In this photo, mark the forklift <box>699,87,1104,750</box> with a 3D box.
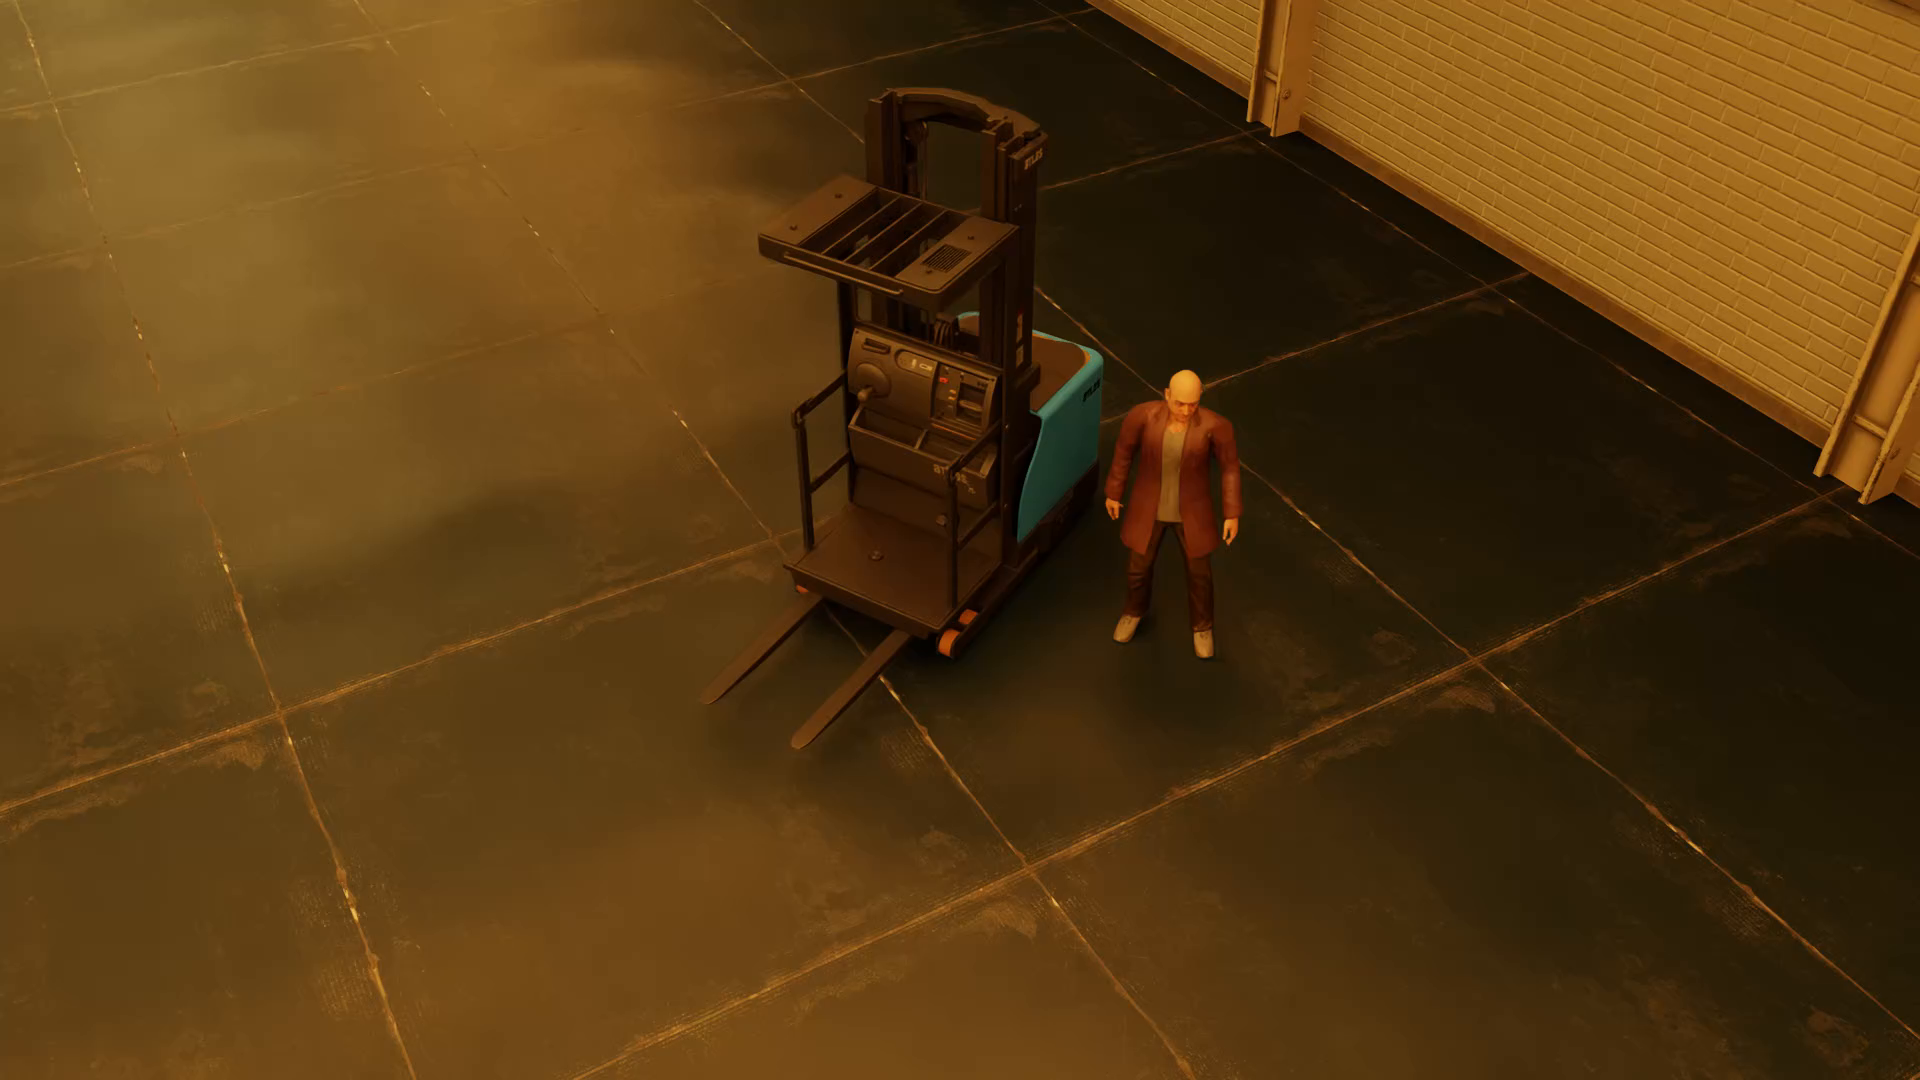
[{"bbox_3d":[-0.323,-0.797,8.997,1.130,2.935,3.031,22,44,24],"label":"forklift"}]

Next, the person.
[{"bbox_3d":[1.163,-0.155,9.136,0.778,1.766,0.434,8,40,10],"label":"person"}]
